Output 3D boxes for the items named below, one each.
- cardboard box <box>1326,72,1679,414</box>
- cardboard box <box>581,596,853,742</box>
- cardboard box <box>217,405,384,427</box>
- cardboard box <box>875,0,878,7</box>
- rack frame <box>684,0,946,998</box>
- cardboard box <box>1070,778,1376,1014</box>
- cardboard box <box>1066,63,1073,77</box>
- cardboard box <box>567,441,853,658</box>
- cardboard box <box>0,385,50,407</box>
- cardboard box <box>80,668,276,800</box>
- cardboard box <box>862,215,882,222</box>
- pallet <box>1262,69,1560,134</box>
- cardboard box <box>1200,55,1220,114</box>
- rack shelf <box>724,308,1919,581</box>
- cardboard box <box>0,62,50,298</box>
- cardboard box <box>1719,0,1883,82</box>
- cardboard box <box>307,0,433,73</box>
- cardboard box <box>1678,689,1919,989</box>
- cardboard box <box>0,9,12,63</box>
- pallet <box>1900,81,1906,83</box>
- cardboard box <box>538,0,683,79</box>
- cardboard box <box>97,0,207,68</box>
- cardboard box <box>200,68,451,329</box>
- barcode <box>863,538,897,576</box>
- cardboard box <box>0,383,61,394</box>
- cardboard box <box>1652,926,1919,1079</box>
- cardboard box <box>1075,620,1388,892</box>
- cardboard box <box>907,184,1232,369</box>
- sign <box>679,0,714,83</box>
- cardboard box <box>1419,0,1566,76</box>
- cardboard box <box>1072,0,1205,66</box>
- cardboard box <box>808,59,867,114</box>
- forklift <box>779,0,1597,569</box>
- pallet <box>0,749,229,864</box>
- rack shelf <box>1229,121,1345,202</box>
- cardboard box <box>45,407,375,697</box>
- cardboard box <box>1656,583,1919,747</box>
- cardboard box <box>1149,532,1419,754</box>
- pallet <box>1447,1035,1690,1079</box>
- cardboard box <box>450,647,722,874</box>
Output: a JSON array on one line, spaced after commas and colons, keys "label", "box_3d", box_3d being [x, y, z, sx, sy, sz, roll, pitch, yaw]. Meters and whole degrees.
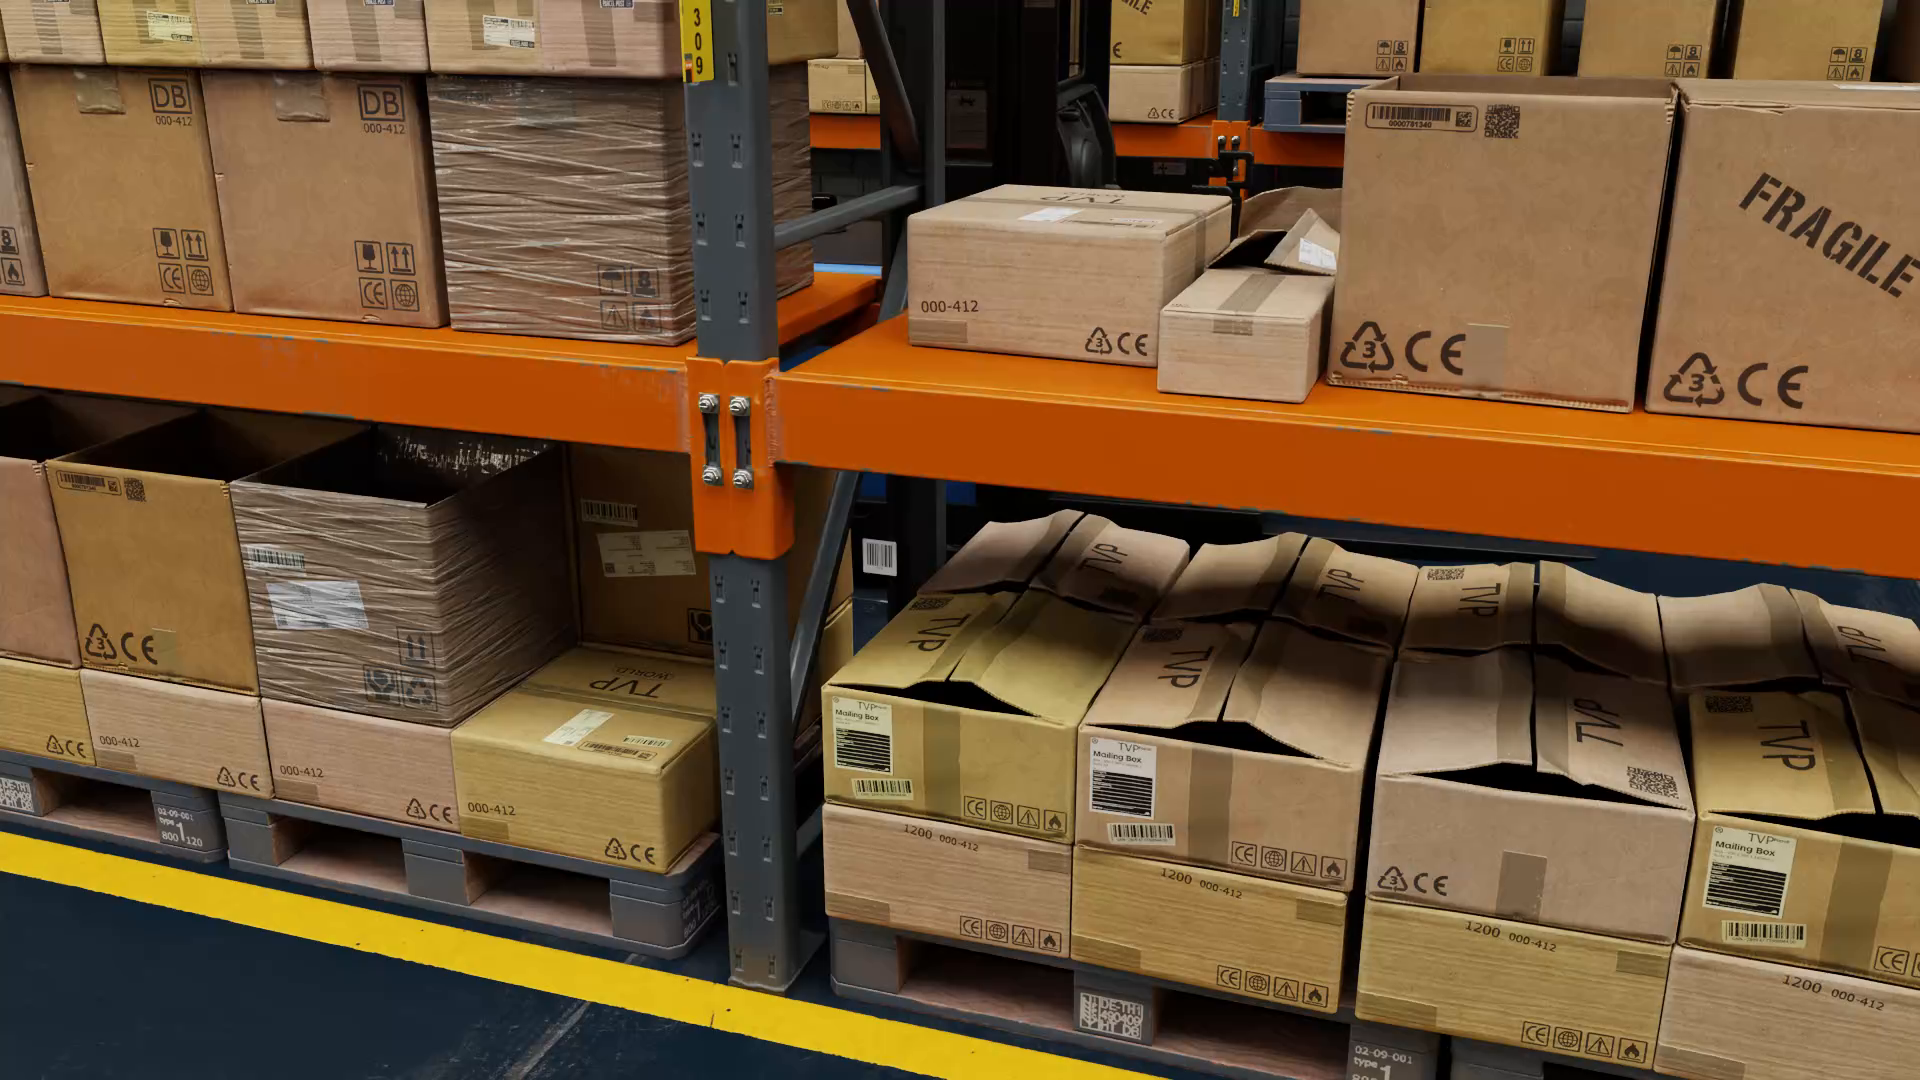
[{"label": "cardboard box", "box_3d": [0.964, -0.547, 2.935, 0.500, 0.500, 0.500, 8, 21, 22]}, {"label": "cardboard box", "box_3d": [-0.593, 0.311, 4.165, 0.500, 0.250, 0.500, 7, 20, 18]}, {"label": "cardboard box", "box_3d": [-1.534, -0.154, 4.360, 0.500, 0.500, 0.500, 7, 20, 18]}, {"label": "cardboard box", "box_3d": [-0.126, -2.542, 7.871, 0.500, 0.500, 0.500, 6, 20, 16]}, {"label": "rack frame", "box_3d": [-0.254, -0.644, 3.367, 0.127, 3.000, 1.000, 7, 20, 18]}, {"label": "cardboard box", "box_3d": [0.528, 0.632, 3.245, 0.500, 0.250, 0.500, 7, 20, 19]}, {"label": "cardboard box", "box_3d": [0.353, -2.137, 7.847, 0.500, 0.250, 0.500, 7, 20, 18]}, {"label": "cardboard box", "box_3d": [-0.589, -0.046, 4.050, 0.500, 0.500, 0.500, 7, 20, 18]}, {"label": "cardboard box", "box_3d": [-2.650, -0.100, 4.206, 0.500, 0.500, 0.500, 7, 20, 18]}, {"label": "cardboard box", "box_3d": [-1.710, 0.367, 4.005, 0.500, 0.250, 0.500, 7, 20, 18]}, {"label": "cardboard box", "box_3d": [-0.571, -1.385, 8.622, 0.500, 0.500, 0.700, 5, 20, 15]}, {"label": "pallet", "box_3d": [2.042, -1.967, 7.452, 1.213, 0.211, 1.003, 7, 20, 18]}, {"label": "cardboard box", "box_3d": [0.994, -2.241, 8.145, 0.500, 0.250, 0.500, 7, 20, 19]}, {"label": "rack shelf", "box_3d": [1.635, -0.089, 2.866, 4.000, 0.370, 1.077, 7, 20, 18]}, {"label": "cardboard box", "box_3d": [-2.133, -0.903, 3.957, 0.500, 0.500, 0.700, 7, 20, 20]}, {"label": "cardboard box", "box_3d": [3.515, -2.183, 6.962, 0.500, 0.500, 0.700, 7, 20, 18]}, {"label": "cardboard box", "box_3d": [-1.062, -1.015, 3.295, 0.250, 0.149, 0.380, 6, 20, 16]}, {"label": "cardboard box", "box_3d": [1.507, 0.479, 2.833, 0.500, 0.311, 0.500, 7, 20, 20]}, {"label": "cardboard box", "box_3d": [-2.032, -1.126, 3.612, 0.250, 0.149, 0.380, 7, 20, 20]}, {"label": "pallet", "box_3d": [4.438, -1.706, 6.705, 1.003, 0.211, 1.213, 7, 20, 18]}, {"label": "cardboard box", "box_3d": [-0.581, -0.961, 3.137, 0.250, 0.149, 0.380, 7, 20, 18]}, {"label": "cardboard box", "box_3d": [-1.542, -1.071, 3.454, 0.250, 0.149, 0.380, 6, 20, 18]}, {"label": "cardboard box", "box_3d": [-1.176, -0.792, 3.640, 0.500, 0.500, 0.700, 6, 20, 17]}, {"label": "barcode", "box_3d": [-0.150, 0.032, 3.098, 0.075, 0.075, 0.001, 7, 20, 18]}, {"label": "cardboard box", "box_3d": [-2.479, -0.262, 4.669, 0.500, 0.500, 0.500, 7, 20, 18]}, {"label": "cardboard box", "box_3d": [1.498, 0.742, 2.929, 0.500, 0.250, 0.500, 7, 20, 19]}, {"label": "cardboard box", "box_3d": [0.526, 0.369, 3.148, 0.500, 0.311, 0.500, 6, 20, 17]}, {"label": "cardboard box", "box_3d": [0.225, -0.534, 3.278, 0.500, 0.250, 0.500, 8, 21, 21]}, {"label": "sign", "box_3d": [-0.435, -0.918, 2.716, 0.005, 0.325, 0.100, 7, 20, 18]}, {"label": "cardboard box", "box_3d": [2.363, -2.312, 7.331, 0.500, 0.500, 0.700, 9, 21, 24]}, {"label": "cardboard box", "box_3d": [0.820, -2.433, 7.556, 0.500, 0.500, 0.500, 6, 20, 18]}, {"label": "cardboard box", "box_3d": [-0.603, -2.240, 8.144, 0.500, 0.250, 0.500, 7, 20, 19]}, {"label": "forklift", "box_3d": [0.607, -1.337, 5.458, 3.031, 2.935, 1.130, 4, 20, 13]}, {"label": "pallet", "box_3d": [-2.148, 0.442, 4.487, 1.213, 0.211, 1.003, 7, 20, 18]}, {"label": "rack shelf", "box_3d": [3.257, -1.629, 7.286, 4.000, 0.370, 1.077, 7, 20, 18]}, {"label": "cardboard box", "box_3d": [-1.706, 0.009, 3.893, 0.500, 0.500, 0.500, 7, 20, 18]}, {"label": "cardboard box", "box_3d": [1.660, 0.310, 3.317, 0.500, 0.311, 0.500, 6, 20, 17]}, {"label": "cardboard box", "box_3d": [0.716, 0.200, 3.633, 0.500, 0.311, 0.500, 7, 20, 20]}, {"label": "pallet", "box_3d": [1.611, 0.871, 3.256, 1.213, 0.211, 1.003, 7, 20, 18]}, {"label": "cardboard box", "box_3d": [-0.764, 0.474, 3.700, 0.500, 0.250, 0.500, 7, 20, 18]}]
